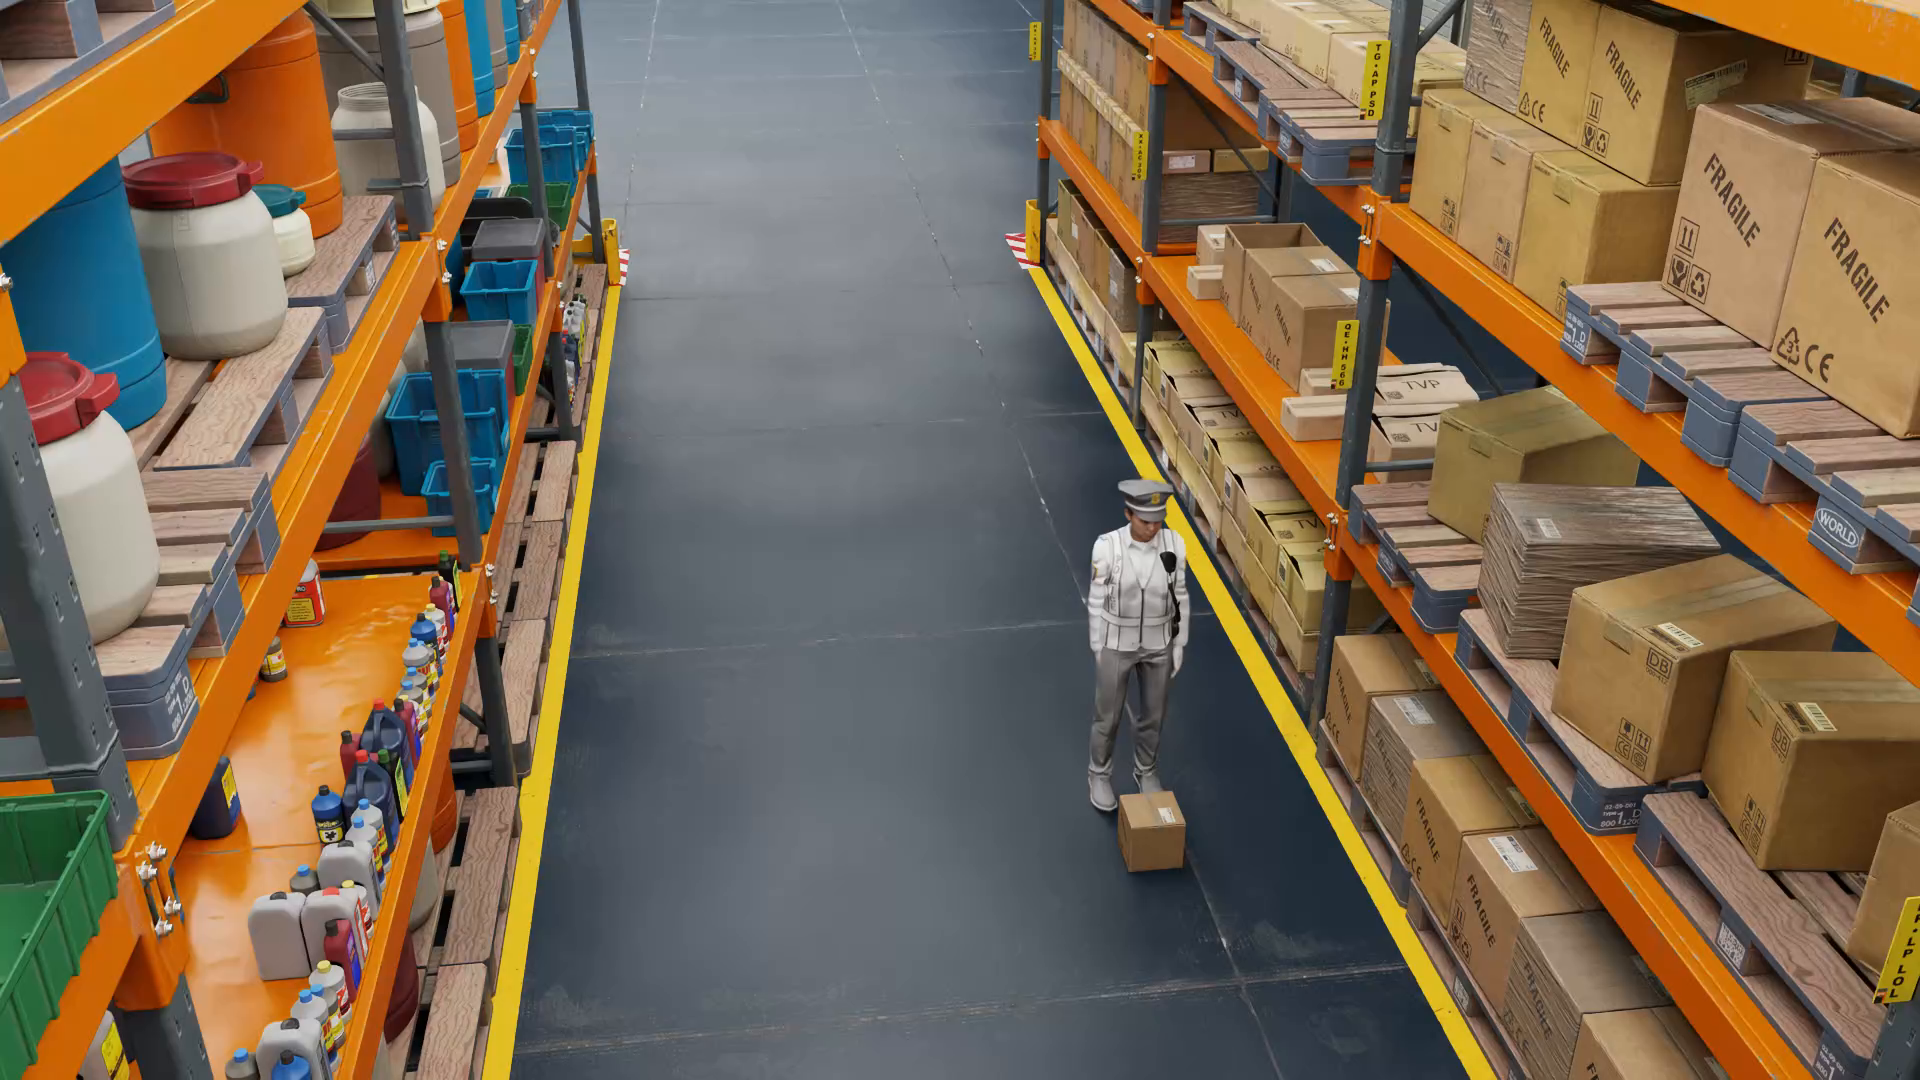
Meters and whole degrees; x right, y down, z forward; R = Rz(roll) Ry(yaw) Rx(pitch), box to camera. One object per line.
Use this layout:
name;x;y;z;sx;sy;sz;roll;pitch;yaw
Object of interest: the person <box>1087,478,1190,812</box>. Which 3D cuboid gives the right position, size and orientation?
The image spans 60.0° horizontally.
person;0.822;0.495;7.665;0.468;1.669;0.329;-3;27;-6
